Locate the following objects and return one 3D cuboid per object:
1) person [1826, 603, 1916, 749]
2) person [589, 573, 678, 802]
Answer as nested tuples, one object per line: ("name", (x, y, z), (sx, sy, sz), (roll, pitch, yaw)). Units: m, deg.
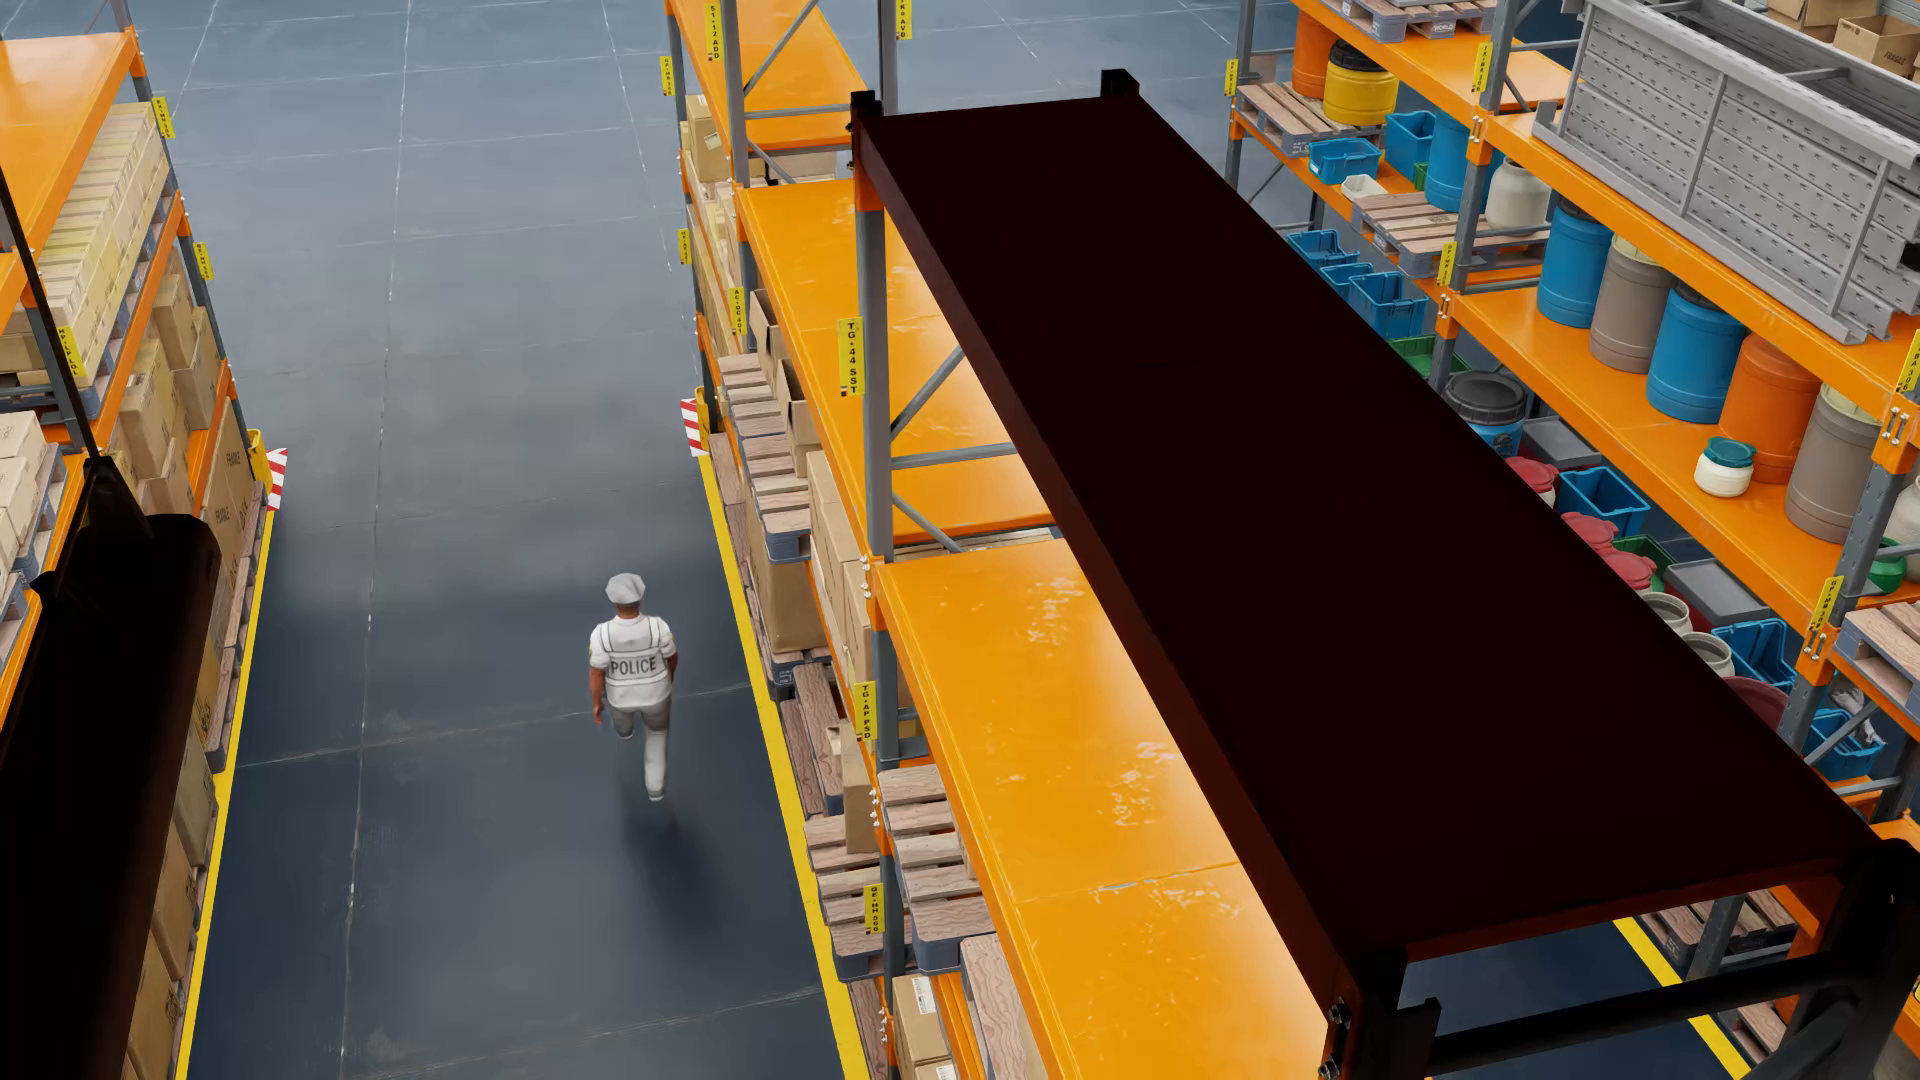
("person", (6.335, 0.816, 11.461), (0.583, 1.659, 0.548), (-15, 37, -21))
("person", (-2.141, 0.856, 10.986), (0.578, 1.540, 0.979), (-4, 35, -5))
